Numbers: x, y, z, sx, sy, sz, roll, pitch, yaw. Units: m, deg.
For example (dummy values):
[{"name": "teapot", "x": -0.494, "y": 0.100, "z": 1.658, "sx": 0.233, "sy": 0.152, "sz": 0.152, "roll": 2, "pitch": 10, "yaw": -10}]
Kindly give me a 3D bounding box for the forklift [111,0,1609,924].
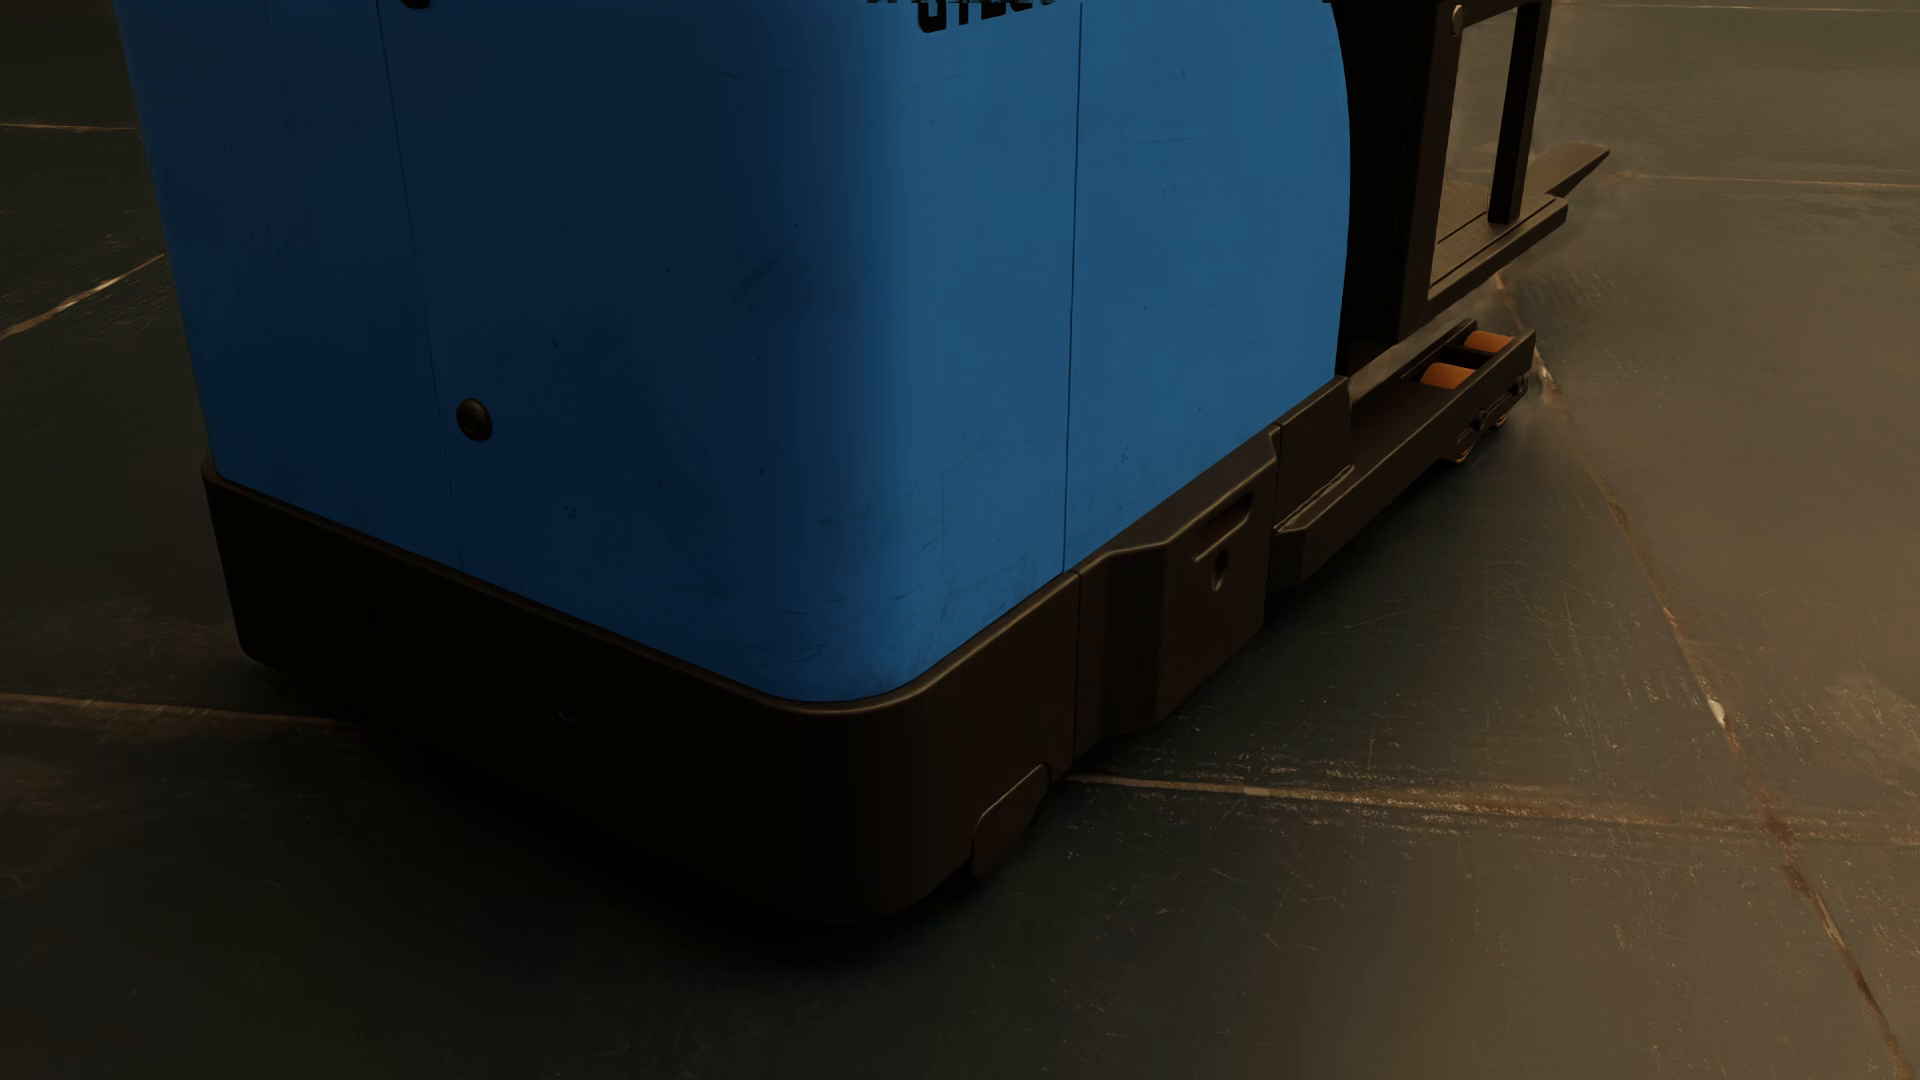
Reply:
[{"name": "forklift", "x": 0.343, "y": -1.547, "z": 2.318, "sx": 1.130, "sy": 2.935, "sz": 3.031, "roll": 17, "pitch": 31, "yaw": 31}]
